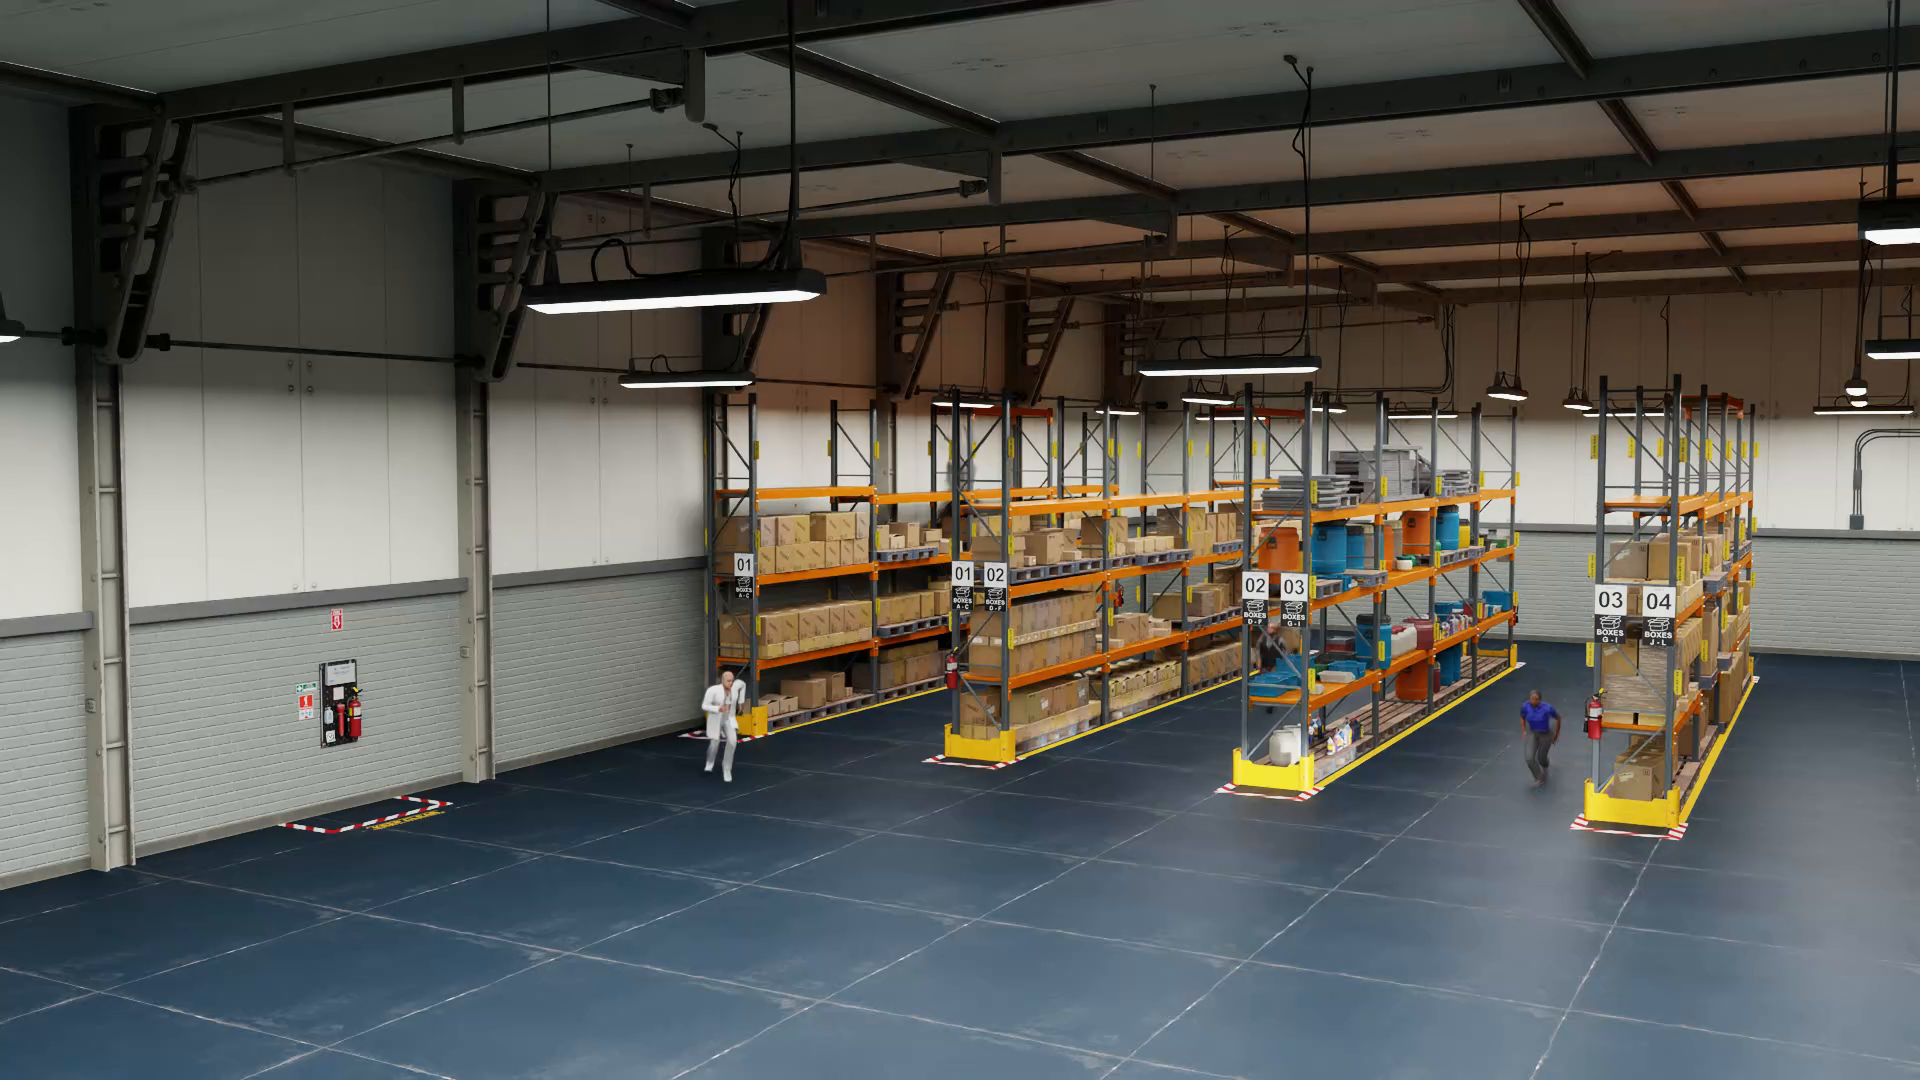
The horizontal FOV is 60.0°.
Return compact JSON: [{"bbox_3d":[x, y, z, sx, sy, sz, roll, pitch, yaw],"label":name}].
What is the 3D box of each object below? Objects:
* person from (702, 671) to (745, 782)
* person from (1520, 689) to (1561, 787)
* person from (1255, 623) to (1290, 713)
[{"bbox_3d":[-3.628,2.825,25.369,0.752,1.729,1.040,-2,3,-28],"label":"person"},{"bbox_3d":[8.656,2.933,24.769,0.584,1.499,0.862,2,4,33],"label":"person"},{"bbox_3d":[5.982,2.442,31.885,0.682,1.702,0.605,1,3,23],"label":"person"}]
